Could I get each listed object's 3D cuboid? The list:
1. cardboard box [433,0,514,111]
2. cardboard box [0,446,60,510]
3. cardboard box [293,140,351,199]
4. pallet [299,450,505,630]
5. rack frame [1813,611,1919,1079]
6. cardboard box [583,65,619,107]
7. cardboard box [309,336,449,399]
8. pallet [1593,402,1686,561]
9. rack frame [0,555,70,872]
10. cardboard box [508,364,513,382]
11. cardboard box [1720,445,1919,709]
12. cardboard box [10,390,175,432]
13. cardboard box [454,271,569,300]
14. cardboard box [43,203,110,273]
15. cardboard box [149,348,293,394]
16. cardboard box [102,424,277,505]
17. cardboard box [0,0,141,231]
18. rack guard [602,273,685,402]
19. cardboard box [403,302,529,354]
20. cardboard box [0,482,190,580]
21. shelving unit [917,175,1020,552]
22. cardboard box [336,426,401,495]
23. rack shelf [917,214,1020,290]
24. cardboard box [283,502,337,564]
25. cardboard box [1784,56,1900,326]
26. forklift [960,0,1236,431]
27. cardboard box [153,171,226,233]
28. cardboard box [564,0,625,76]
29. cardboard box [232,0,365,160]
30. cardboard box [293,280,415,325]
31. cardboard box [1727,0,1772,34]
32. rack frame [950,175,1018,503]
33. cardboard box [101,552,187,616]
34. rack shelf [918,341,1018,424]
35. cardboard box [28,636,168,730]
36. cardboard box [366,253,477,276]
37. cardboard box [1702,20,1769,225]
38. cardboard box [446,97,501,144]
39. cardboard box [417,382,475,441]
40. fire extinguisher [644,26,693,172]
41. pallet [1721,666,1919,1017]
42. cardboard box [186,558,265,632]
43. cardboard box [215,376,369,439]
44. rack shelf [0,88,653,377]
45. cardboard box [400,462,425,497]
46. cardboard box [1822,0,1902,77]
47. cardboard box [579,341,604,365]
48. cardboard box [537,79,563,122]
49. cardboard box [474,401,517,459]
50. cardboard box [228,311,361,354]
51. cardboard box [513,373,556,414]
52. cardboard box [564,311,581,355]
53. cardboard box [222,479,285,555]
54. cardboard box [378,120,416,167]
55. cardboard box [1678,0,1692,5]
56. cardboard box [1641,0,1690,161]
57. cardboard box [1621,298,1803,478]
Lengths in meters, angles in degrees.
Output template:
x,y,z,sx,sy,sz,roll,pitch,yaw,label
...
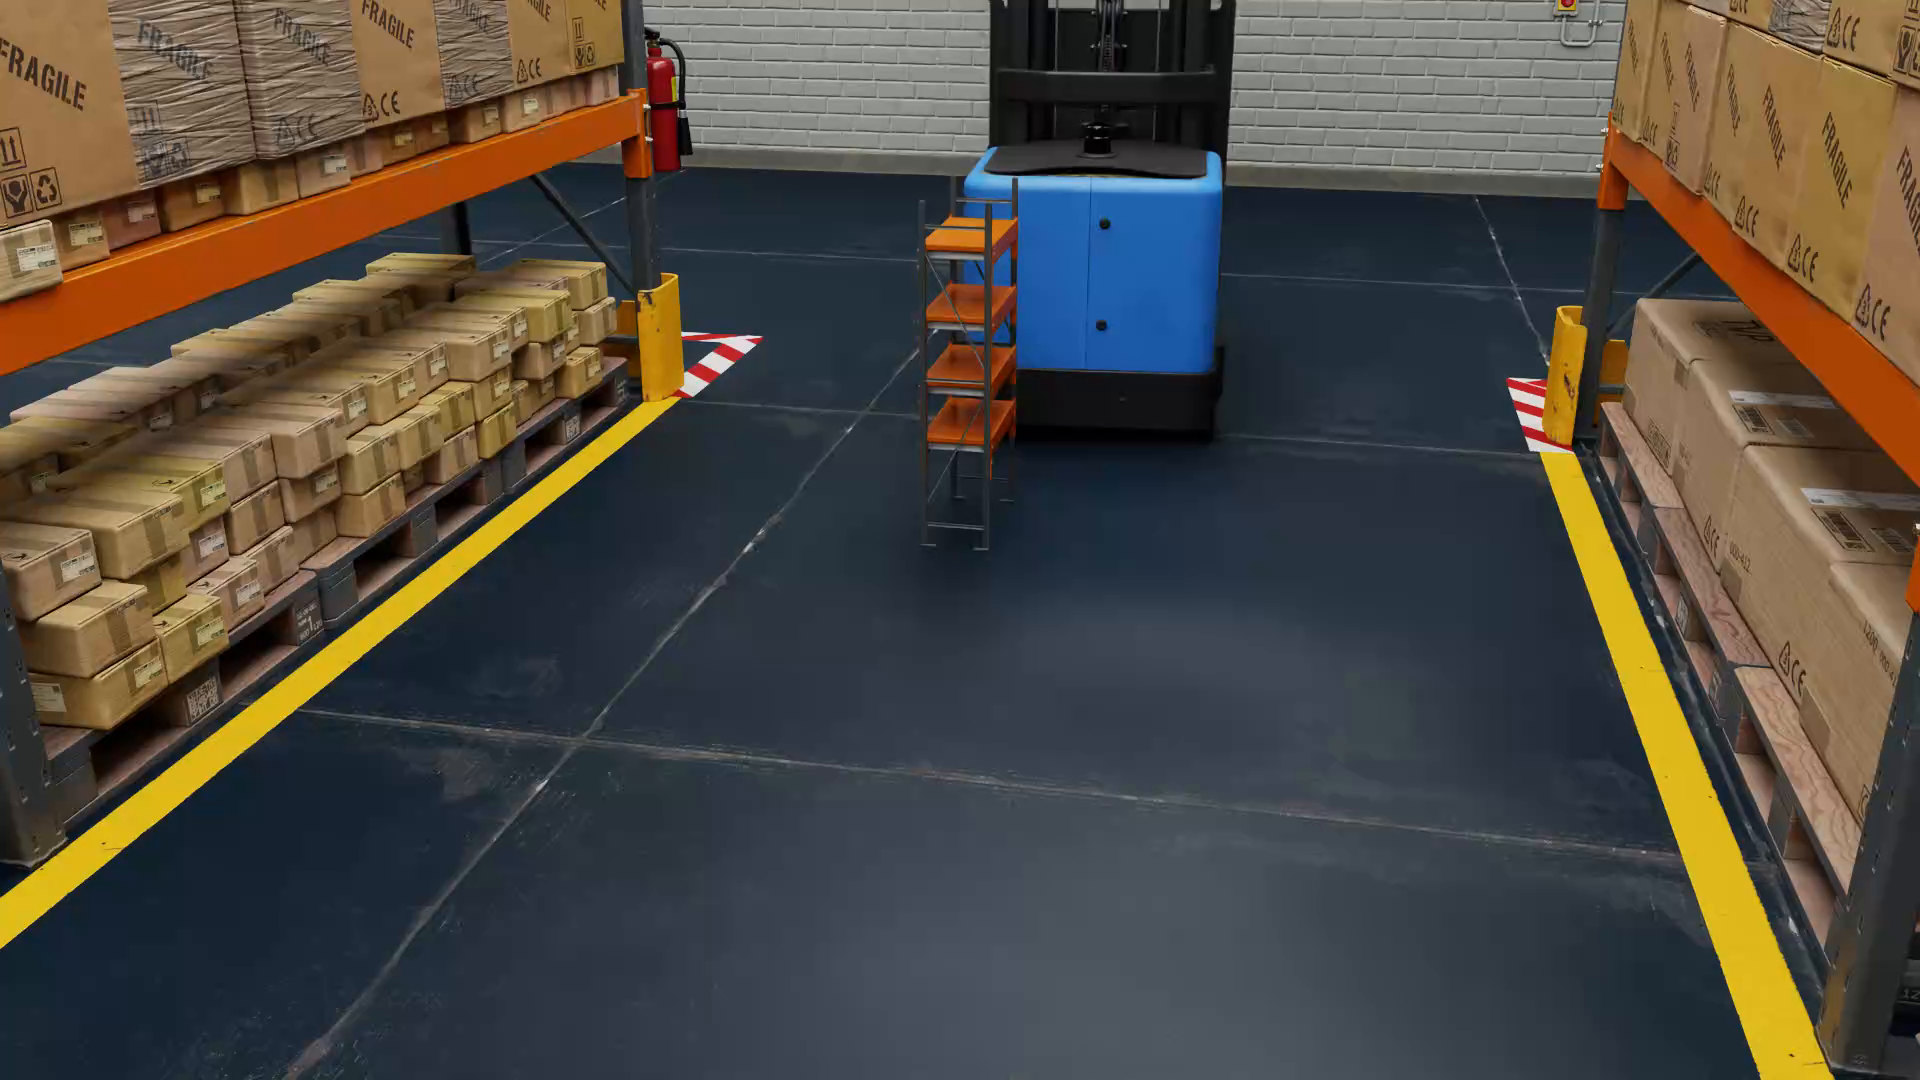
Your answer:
x,y,z,sx,sy,sz,roll,pitch,yaw,label
-1.887,-1.761,5.678,0.500,0.500,0.500,5,22,11,cardboard box
-2.784,-0.158,4.688,0.380,0.149,0.250,4,22,10,cardboard box
-2.060,-1.119,4.953,0.380,0.149,0.250,5,23,13,cardboard box
-2.310,-0.074,5.754,1.003,0.211,1.213,4,22,11,pallet
2.207,-0.331,2.660,1.000,3.000,0.127,4,22,11,rack frame
-1.633,-1.877,6.835,0.380,0.149,0.250,4,22,11,cardboard box
-2.016,-0.598,5.780,0.380,0.149,0.250,4,22,9,cardboard box
2.937,-0.202,6.073,1.003,0.211,1.213,4,22,11,pallet
-2.659,-0.671,3.506,1.000,3.000,0.127,4,22,11,rack frame
-1.931,-0.649,6.306,0.380,0.149,0.250,4,22,10,cardboard box
2.623,0.114,4.424,0.875,0.438,0.875,4,22,9,cardboard box
-2.690,-0.353,5.172,0.380,0.149,0.250,3,22,8,cardboard box
-1.810,-0.982,6.735,0.380,0.149,0.250,5,22,12,cardboard box
-2.301,-0.734,3.997,0.380,0.149,0.250,5,22,12,cardboard box
-2.489,-0.535,5.624,0.380,0.149,0.250,5,22,11,cardboard box
-2.238,-0.220,4.841,0.380,0.149,0.250,4,22,10,cardboard box
-2.311,-1.018,3.833,0.500,0.500,0.500,4,22,10,cardboard box
-1.859,-0.947,7.536,1.175,0.500,0.348,4,22,11,rack guard
-1.854,-0.788,6.253,0.380,0.149,0.250,4,22,9,cardboard box
-2.272,-0.026,4.361,0.380,0.149,0.250,6,23,14,cardboard box
0.034,-0.617,5.780,0.258,1.200,0.503,4,22,11,shelving unit
-2.043,-0.266,5.355,0.380,0.149,0.250,4,22,11,cardboard box
0.034,-0.982,5.633,0.258,0.148,0.480,4,22,11,rack shelf
-2.193,-0.042,5.198,0.380,0.149,0.250,4,22,9,cardboard box
2.151,-0.755,3.580,0.500,0.500,0.500,4,22,10,cardboard box
0.711,-2.315,7.679,1.130,2.935,3.031,3,22,7,forklift
-2.237,-0.934,4.494,0.380,0.149,0.250,3,22,9,cardboard box
-1.683,-2.135,6.607,0.500,0.500,0.500,5,22,12,cardboard box
-2.079,-1.381,4.735,0.500,0.500,0.500,4,22,10,cardboard box
-2.398,-0.925,6.592,0.380,0.149,0.250,4,22,11,cardboard box
2.350,-1.589,4.313,0.500,0.500,0.500,5,22,11,cardboard box
0.084,-0.706,6.001,0.240,1.200,0.015,4,22,11,rack frame
-2.308,0.111,4.420,0.380,0.149,0.250,5,22,11,cardboard box
0.034,-0.555,5.805,0.258,0.148,0.480,4,22,11,rack shelf
-2.270,0.347,4.230,0.380,0.149,0.250,3,22,9,cardboard box
-2.282,-1.117,7.069,0.380,0.149,0.250,3,22,8,cardboard box
2.361,-1.130,4.511,0.500,0.500,0.500,5,23,13,cardboard box
-1.869,-1.507,5.916,0.380,0.149,0.250,3,22,9,cardboard box
-1.939,-0.457,5.829,0.380,0.149,0.250,6,23,14,cardboard box
-1.340,-1.982,7.363,0.296,0.674,0.183,4,22,11,fire extinguisher
2.439,0.690,3.857,1.003,0.211,1.213,4,22,11,pallet
-2.216,0.155,4.707,0.380,0.149,0.250,4,22,11,cardboard box
-2.131,-0.412,5.320,0.380,0.149,0.250,4,22,9,cardboard box
-2.251,-1.069,5.456,1.077,0.370,4.000,4,22,11,rack shelf
-2.067,-0.232,5.668,0.380,0.149,0.250,5,22,12,cardboard box
2.145,-1.220,3.395,0.500,0.500,0.500,4,22,10,cardboard box
-1.746,-0.798,7.075,0.380,0.149,0.250,5,22,12,cardboard box
-1.757,-1.696,6.386,0.380,0.149,0.250,4,22,10,cardboard box
-1.866,-0.417,6.128,0.380,0.149,0.250,3,22,9,cardboard box
-2.433,-0.727,6.101,0.380,0.149,0.250,5,23,13,cardboard box
-1.838,-0.607,6.598,0.380,0.149,0.250,4,22,11,cardboard box
-1.777,-0.838,6.776,0.380,0.149,0.250,4,22,10,cardboard box
-2.236,-0.080,4.892,0.380,0.149,0.250,3,22,8,cardboard box
-2.020,-1.314,5.438,0.380,0.149,0.250,5,22,12,cardboard box
2.548,-1.961,5.235,0.500,0.500,0.500,4,22,9,cardboard box
2.569,-1.500,5.428,0.500,0.500,0.500,4,22,10,cardboard box
2.987,-0.551,6.075,0.875,0.438,0.875,4,22,9,cardboard box
